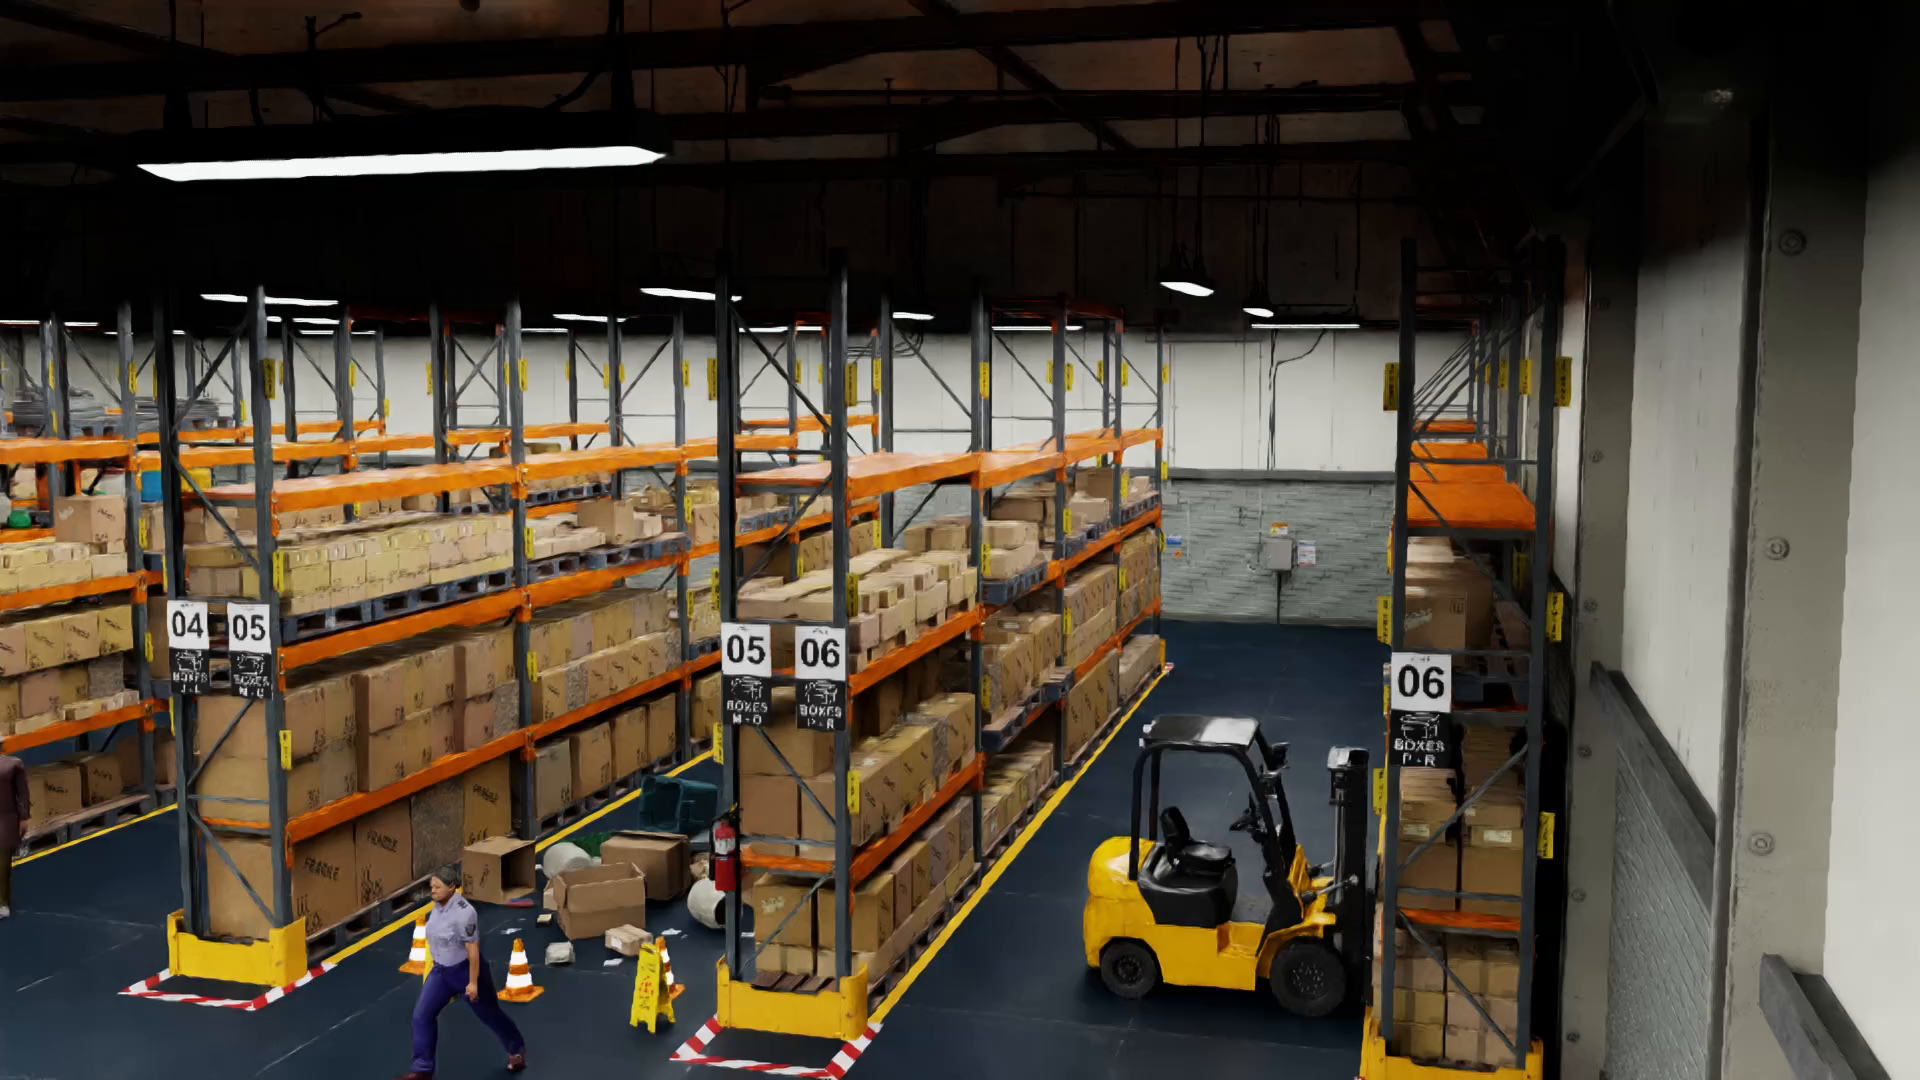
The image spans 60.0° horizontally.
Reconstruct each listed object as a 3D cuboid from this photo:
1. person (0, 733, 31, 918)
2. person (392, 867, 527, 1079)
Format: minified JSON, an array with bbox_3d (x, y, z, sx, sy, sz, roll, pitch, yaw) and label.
[{"bbox_3d":[-9.096,2.638,15.660,0.622,1.766,0.613,-2,6,-19],"label":"person"},{"bbox_3d":[-3.598,3.113,11.997,0.527,1.588,0.946,5,8,38],"label":"person"}]
